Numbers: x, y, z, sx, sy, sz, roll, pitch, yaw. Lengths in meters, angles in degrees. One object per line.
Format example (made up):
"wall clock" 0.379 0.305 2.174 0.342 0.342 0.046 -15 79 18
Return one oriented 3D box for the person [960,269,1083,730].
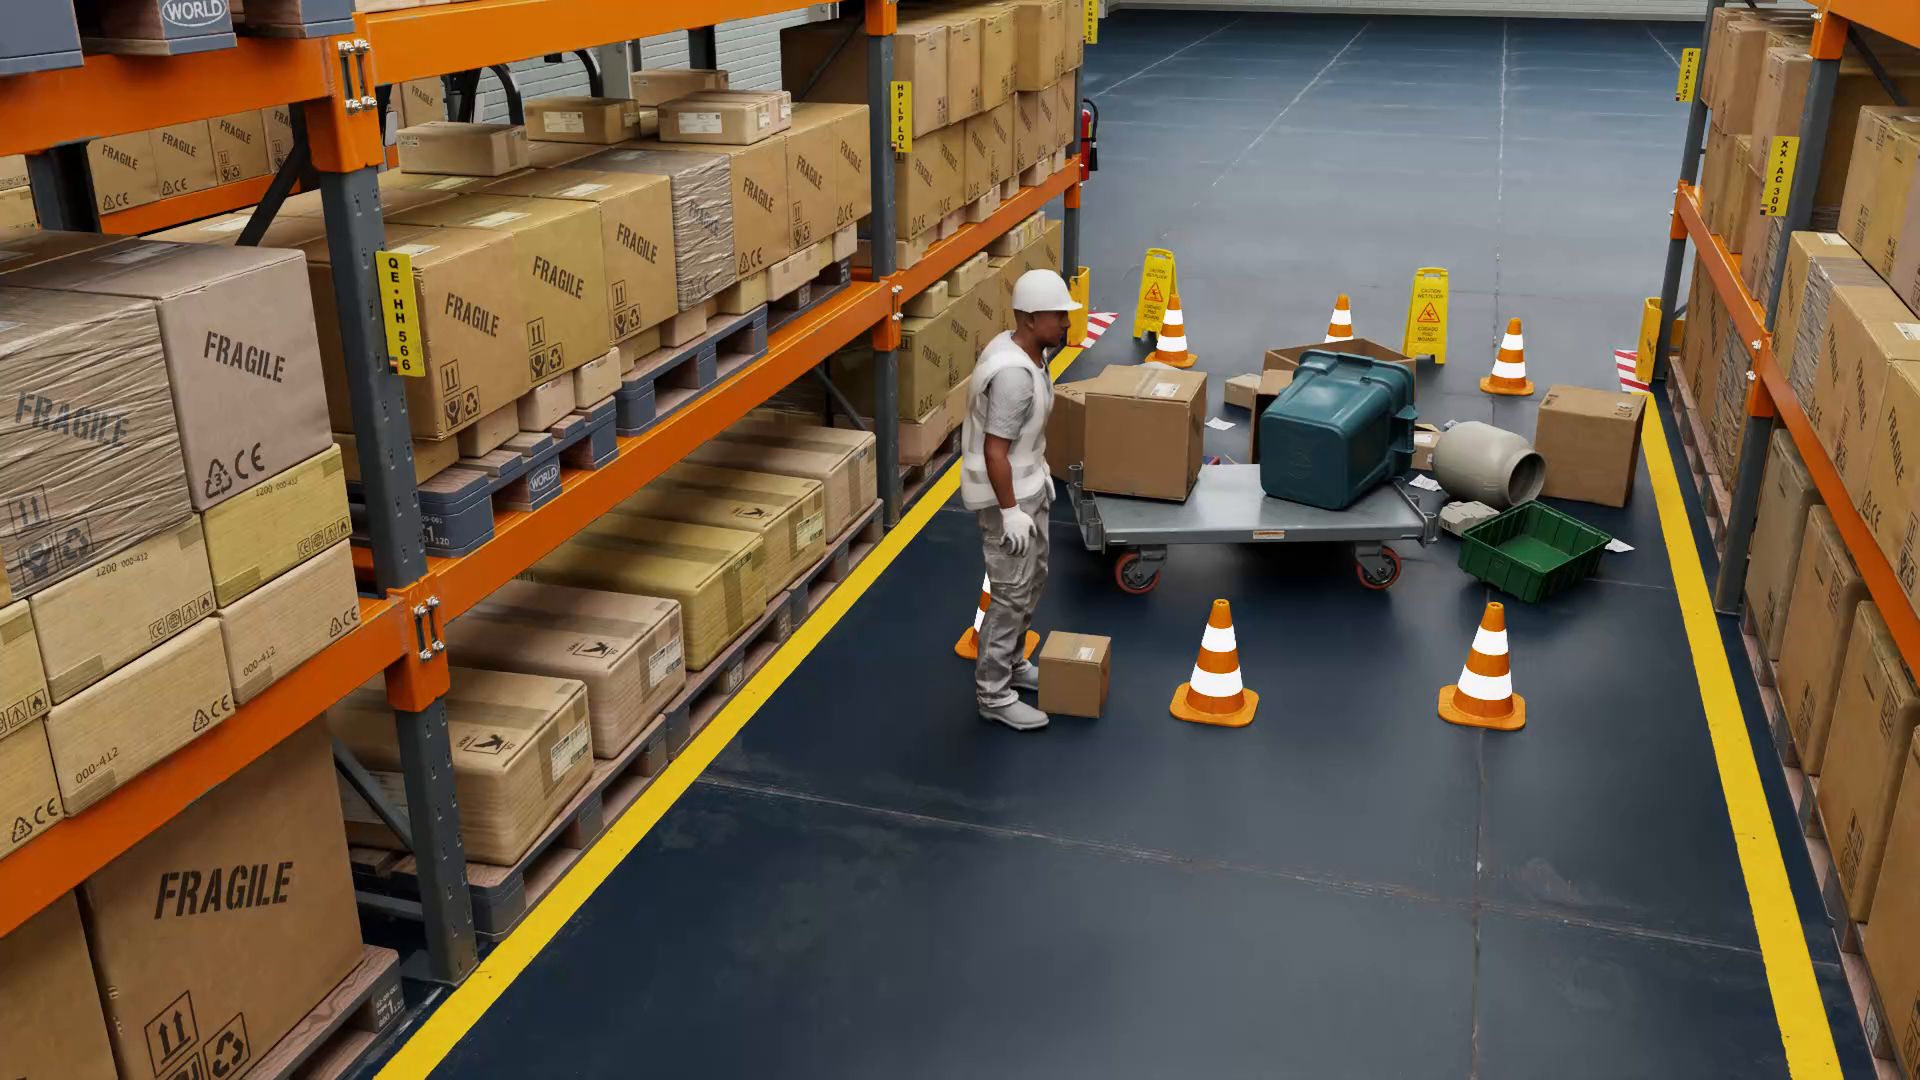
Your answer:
"person" 0.236 -0.176 6.513 0.447 1.774 0.633 5 22 12
